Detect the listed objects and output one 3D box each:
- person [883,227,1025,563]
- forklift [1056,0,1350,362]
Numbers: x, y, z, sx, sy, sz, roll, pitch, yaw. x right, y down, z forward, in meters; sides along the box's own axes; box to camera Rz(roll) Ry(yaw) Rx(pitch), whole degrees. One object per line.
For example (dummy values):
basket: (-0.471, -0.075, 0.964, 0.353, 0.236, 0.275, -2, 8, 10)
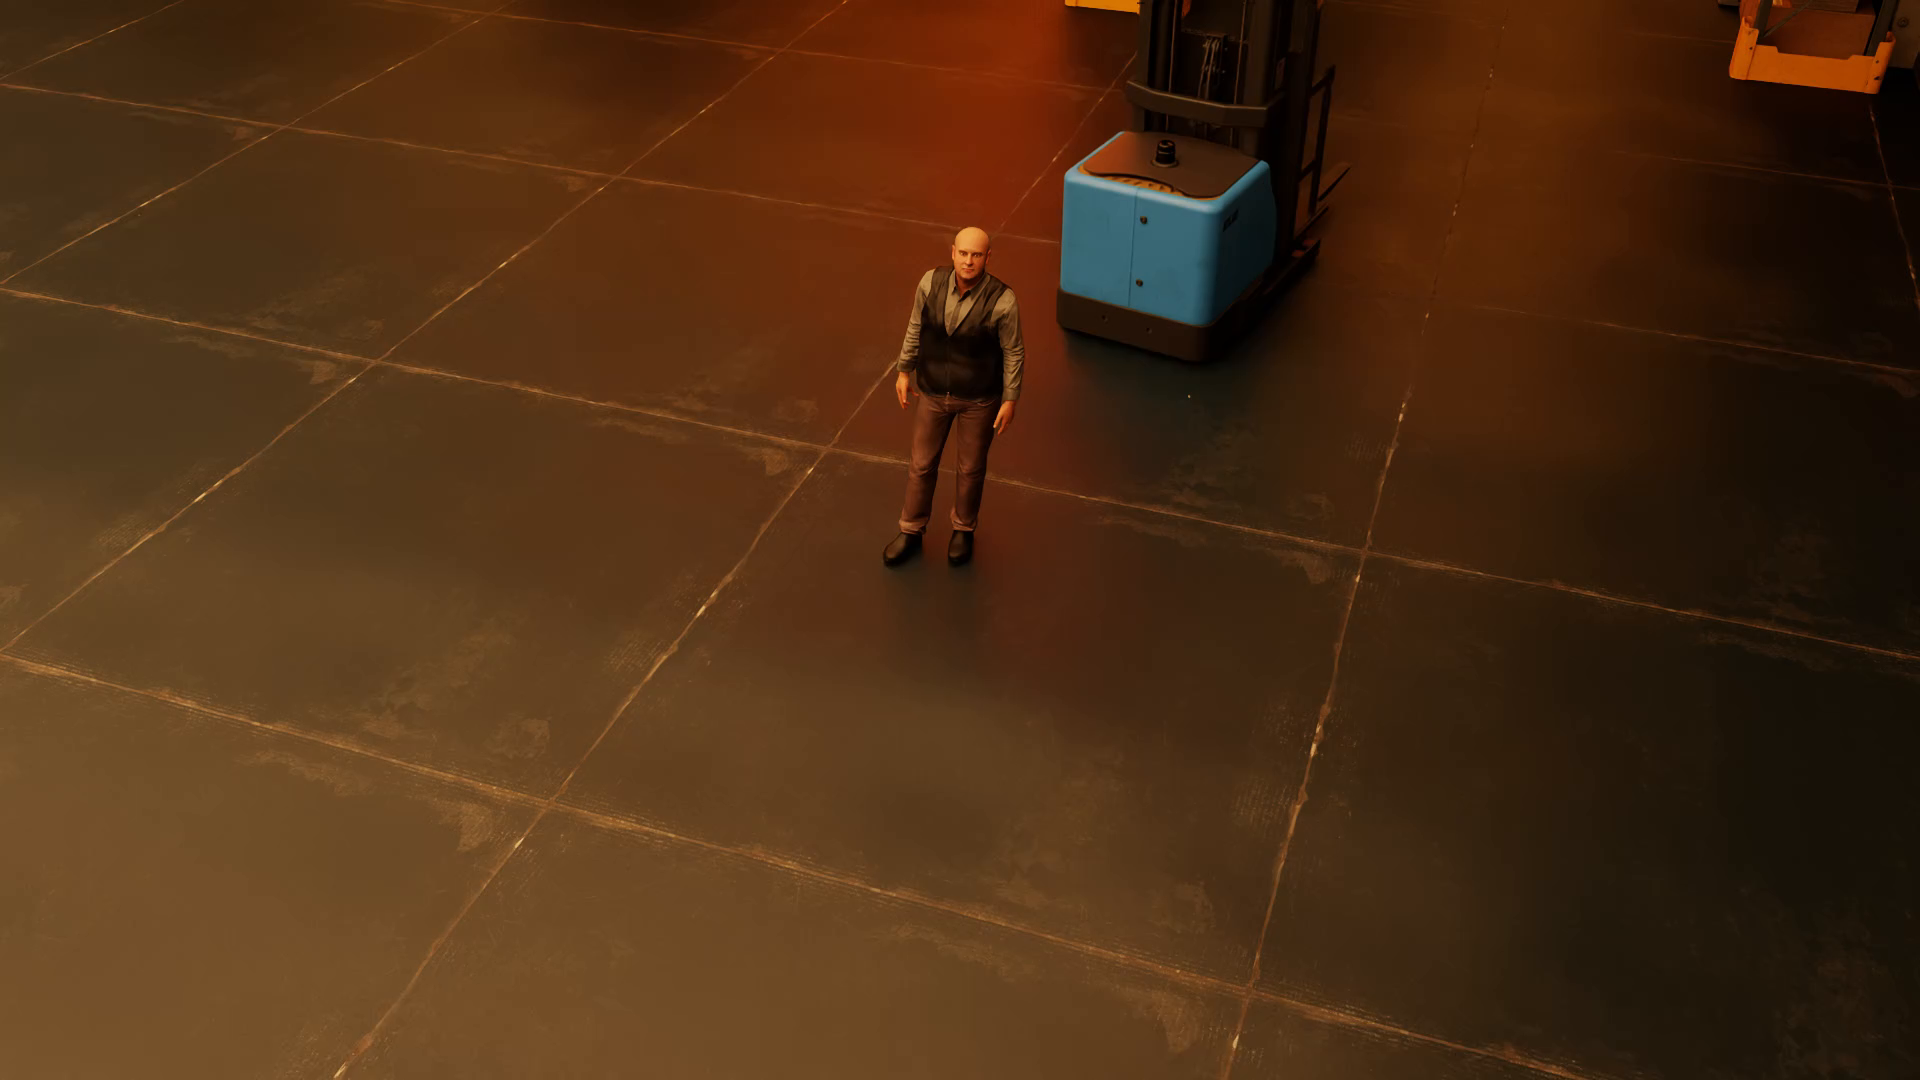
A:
person: (-0.028, -0.676, 8.098, 0.632, 1.720, 0.568, 12, 37, 16)
forklift: (1.787, -3.097, 10.480, 1.130, 2.935, 3.031, 19, 39, 24)
